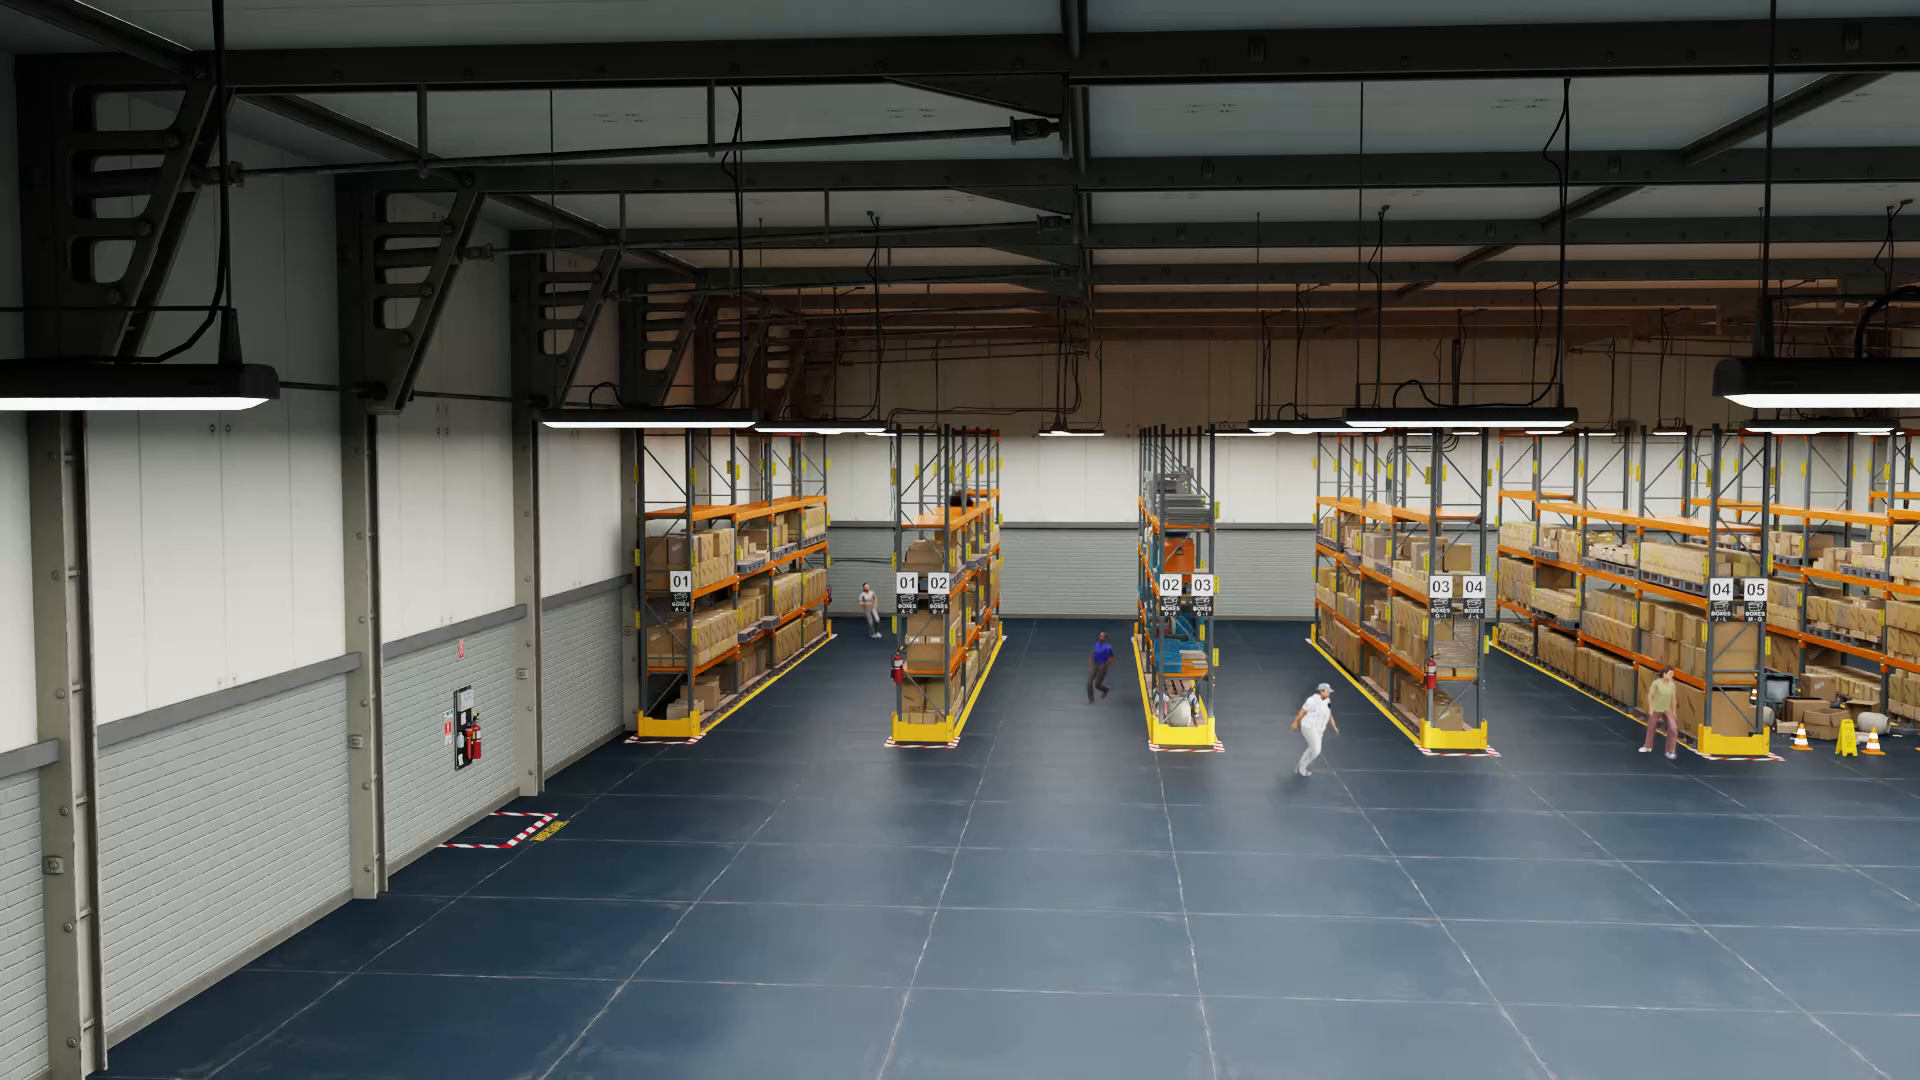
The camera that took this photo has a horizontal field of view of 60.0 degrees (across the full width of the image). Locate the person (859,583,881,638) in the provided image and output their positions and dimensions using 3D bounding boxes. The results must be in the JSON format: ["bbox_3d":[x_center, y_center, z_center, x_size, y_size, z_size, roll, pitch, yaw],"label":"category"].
[{"bbox_3d":[-2.580,2.012,47.584,0.654,1.597,0.635,-1,4,-20],"label":"person"}]

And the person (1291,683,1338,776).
[{"bbox_3d":[6.019,3.206,28.146,0.597,1.609,0.685,-3,4,-38],"label":"person"}]

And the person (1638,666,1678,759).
[{"bbox_3d":[12.619,3.084,30.030,0.594,1.662,0.631,0,3,7],"label":"person"}]

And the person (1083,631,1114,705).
[{"bbox_3d":[3.033,2.752,35.768,0.624,1.599,0.648,3,4,39],"label":"person"}]
